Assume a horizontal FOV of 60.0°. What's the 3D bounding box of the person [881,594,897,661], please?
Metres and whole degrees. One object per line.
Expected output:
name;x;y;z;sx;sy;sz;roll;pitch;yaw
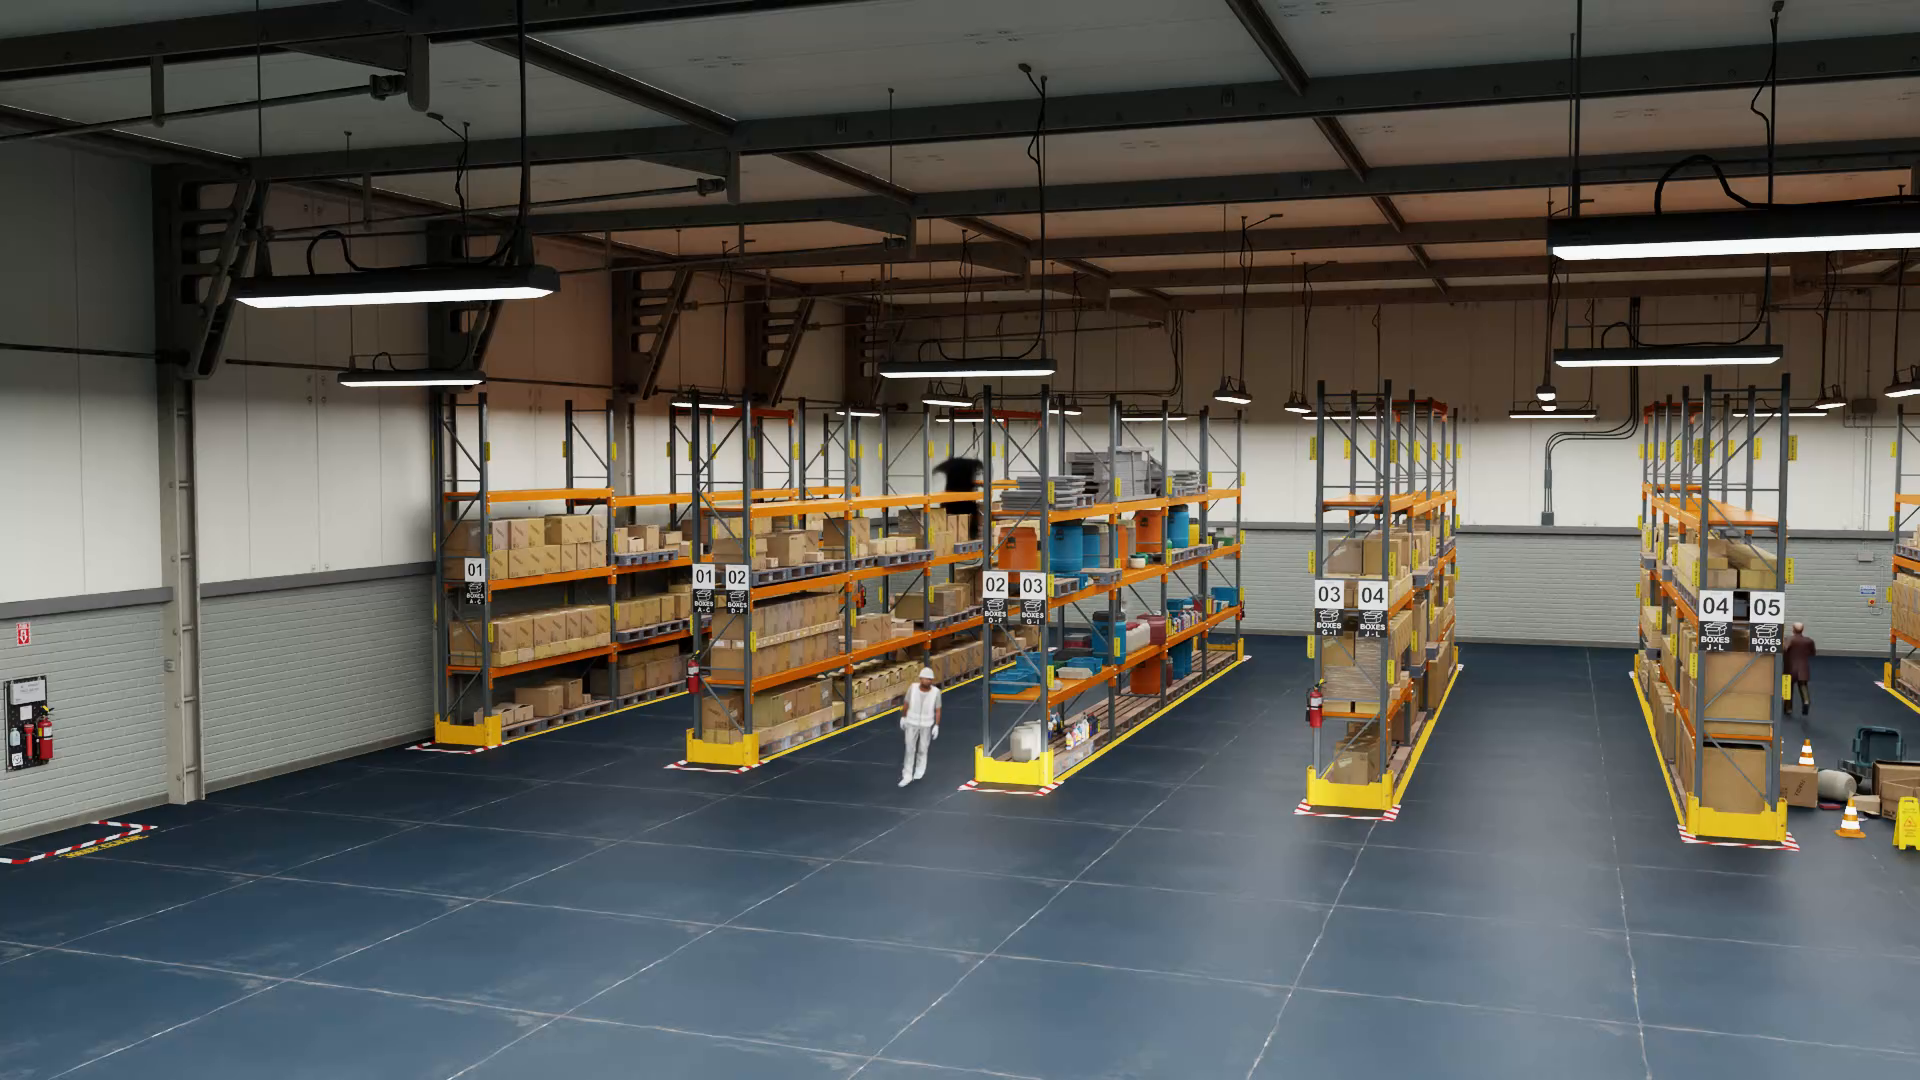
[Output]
person;-1.562;2.109;38.707;0.527;1.713;0.803;1;3;25

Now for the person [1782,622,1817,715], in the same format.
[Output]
person;15.764;2.424;31.316;0.690;1.752;1.063;1;3;13

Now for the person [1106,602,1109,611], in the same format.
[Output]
person;3.279;2.205;36.414;0.676;1.715;0.795;2;4;32

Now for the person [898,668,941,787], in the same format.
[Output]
person;-0.611;2.771;25.103;0.655;1.729;0.622;0;3;-3
